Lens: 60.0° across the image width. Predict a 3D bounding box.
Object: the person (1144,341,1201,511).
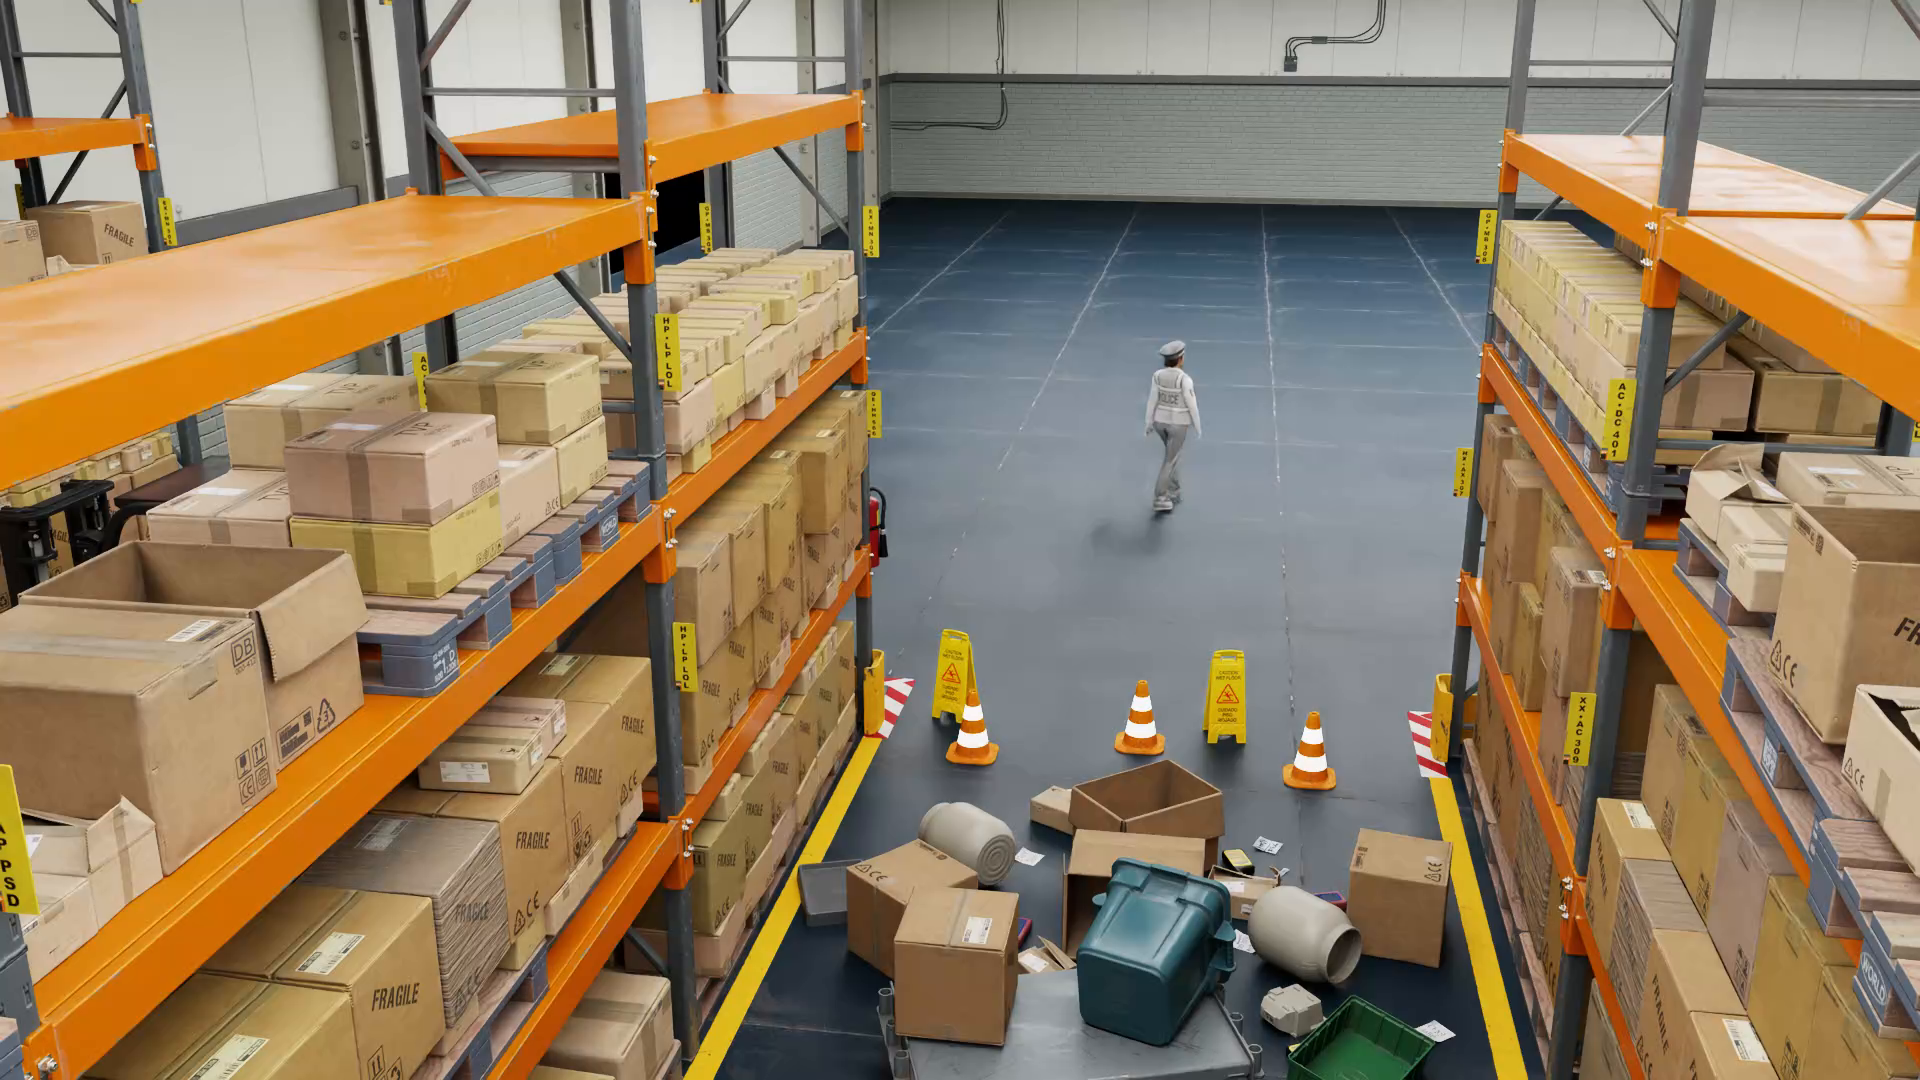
[{"bbox_3d":[2.116,-1.110,16.459,0.638,1.742,0.548,-17,25,-42],"label":"person"}]
